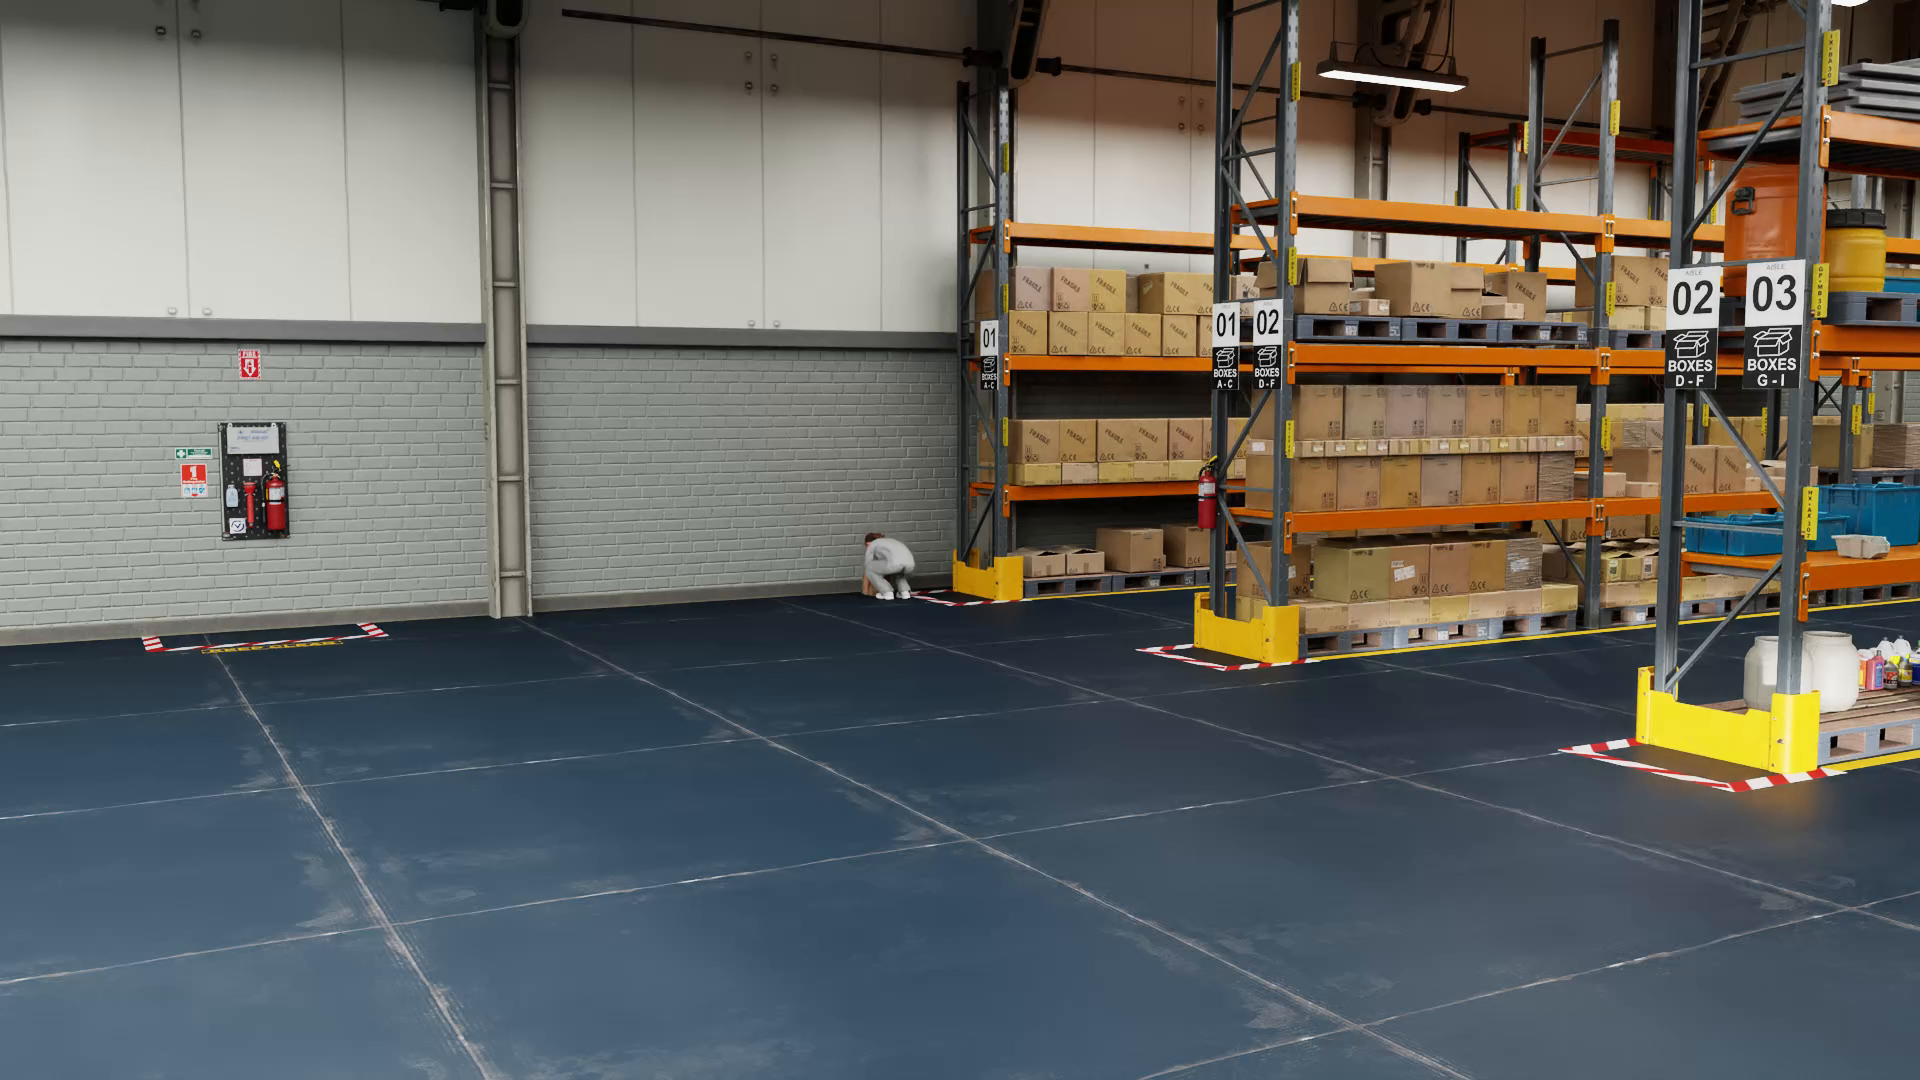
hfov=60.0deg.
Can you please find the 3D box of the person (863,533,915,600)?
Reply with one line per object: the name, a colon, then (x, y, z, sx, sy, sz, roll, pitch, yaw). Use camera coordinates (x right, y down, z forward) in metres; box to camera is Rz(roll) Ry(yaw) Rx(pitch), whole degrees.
person: (-0.849, 0.323, 19.387, 0.468, 0.811, 0.841, -3, 6, -30)
